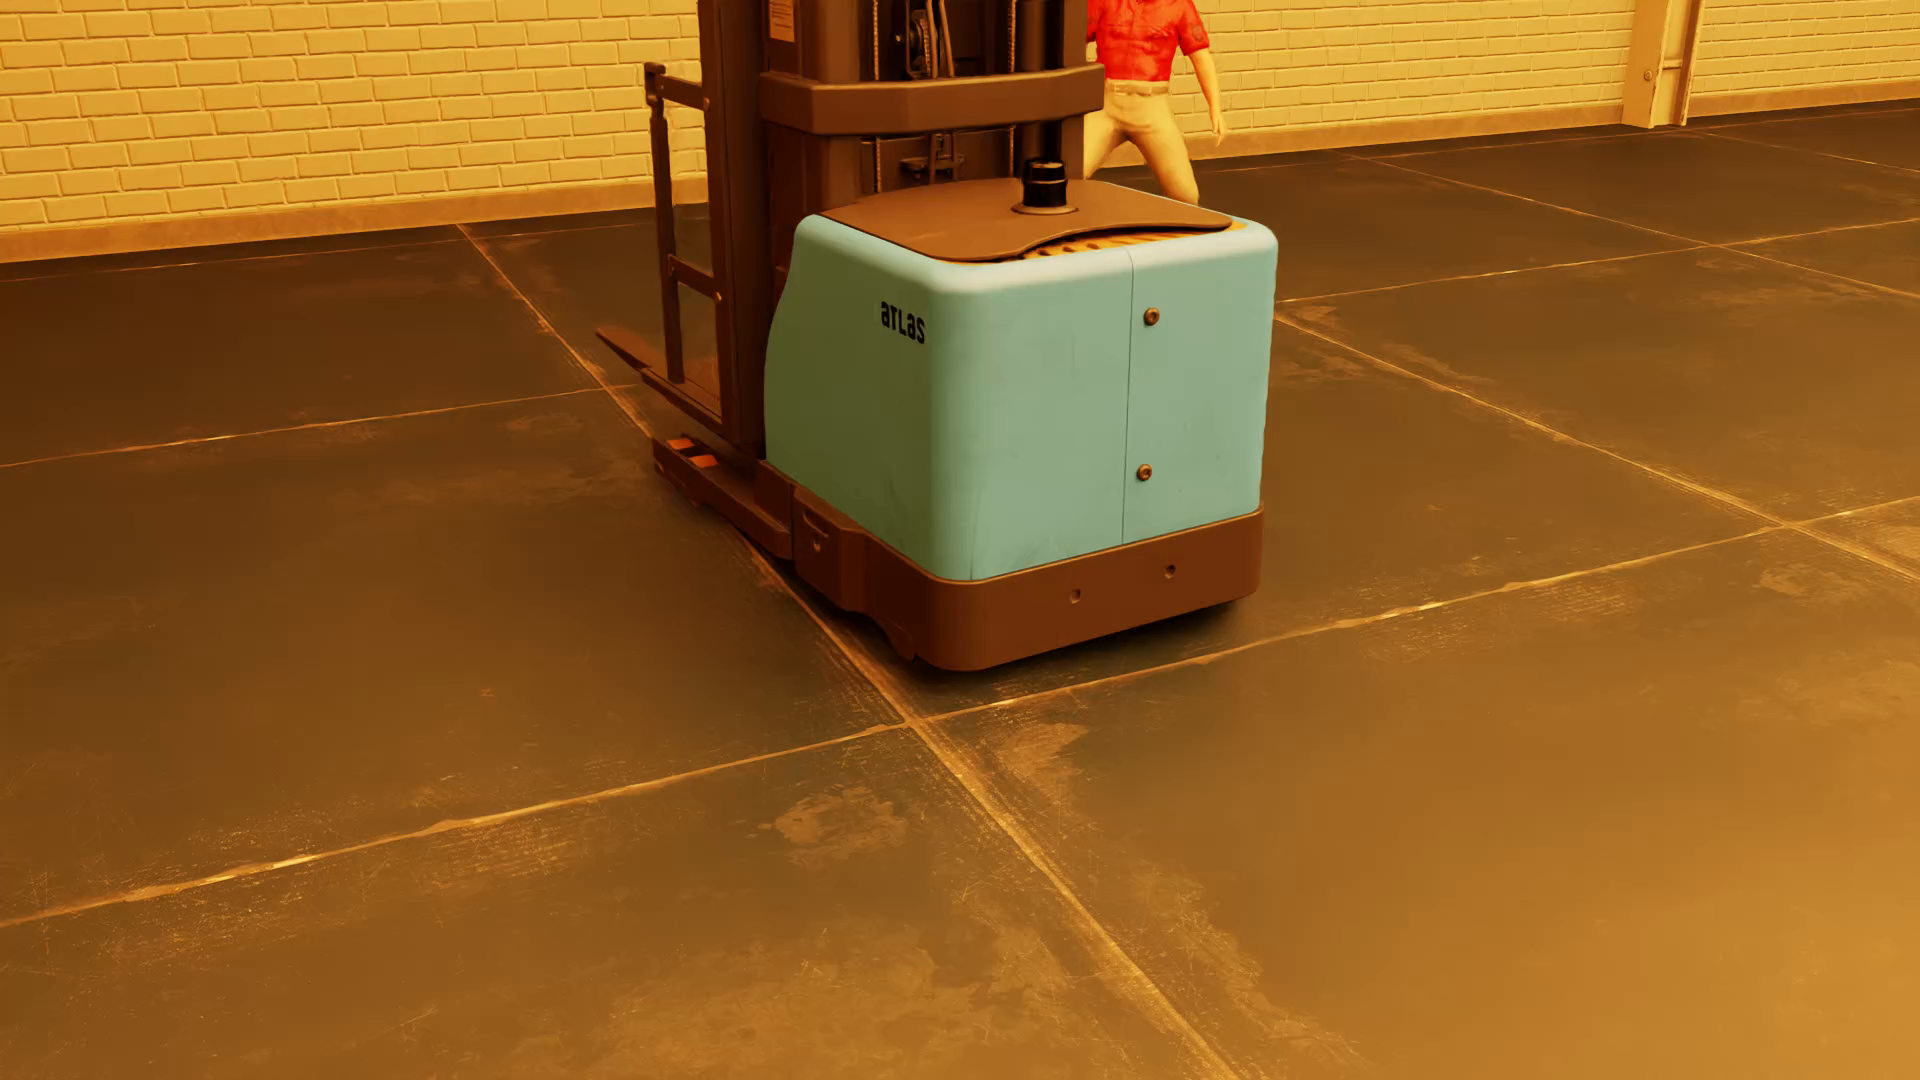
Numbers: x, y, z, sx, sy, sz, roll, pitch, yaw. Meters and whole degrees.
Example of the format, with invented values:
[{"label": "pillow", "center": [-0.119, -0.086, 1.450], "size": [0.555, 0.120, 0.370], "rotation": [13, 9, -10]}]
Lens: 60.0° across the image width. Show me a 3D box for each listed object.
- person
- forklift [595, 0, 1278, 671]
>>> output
[{"label": "person", "center": [0.829, -2.090, 8.045], "size": [0.934, 1.633, 0.565], "rotation": [6, 23, 14]}, {"label": "forklift", "center": [-0.362, -1.546, 5.007], "size": [1.130, 2.935, 3.031], "rotation": [-13, 26, -29]}]
